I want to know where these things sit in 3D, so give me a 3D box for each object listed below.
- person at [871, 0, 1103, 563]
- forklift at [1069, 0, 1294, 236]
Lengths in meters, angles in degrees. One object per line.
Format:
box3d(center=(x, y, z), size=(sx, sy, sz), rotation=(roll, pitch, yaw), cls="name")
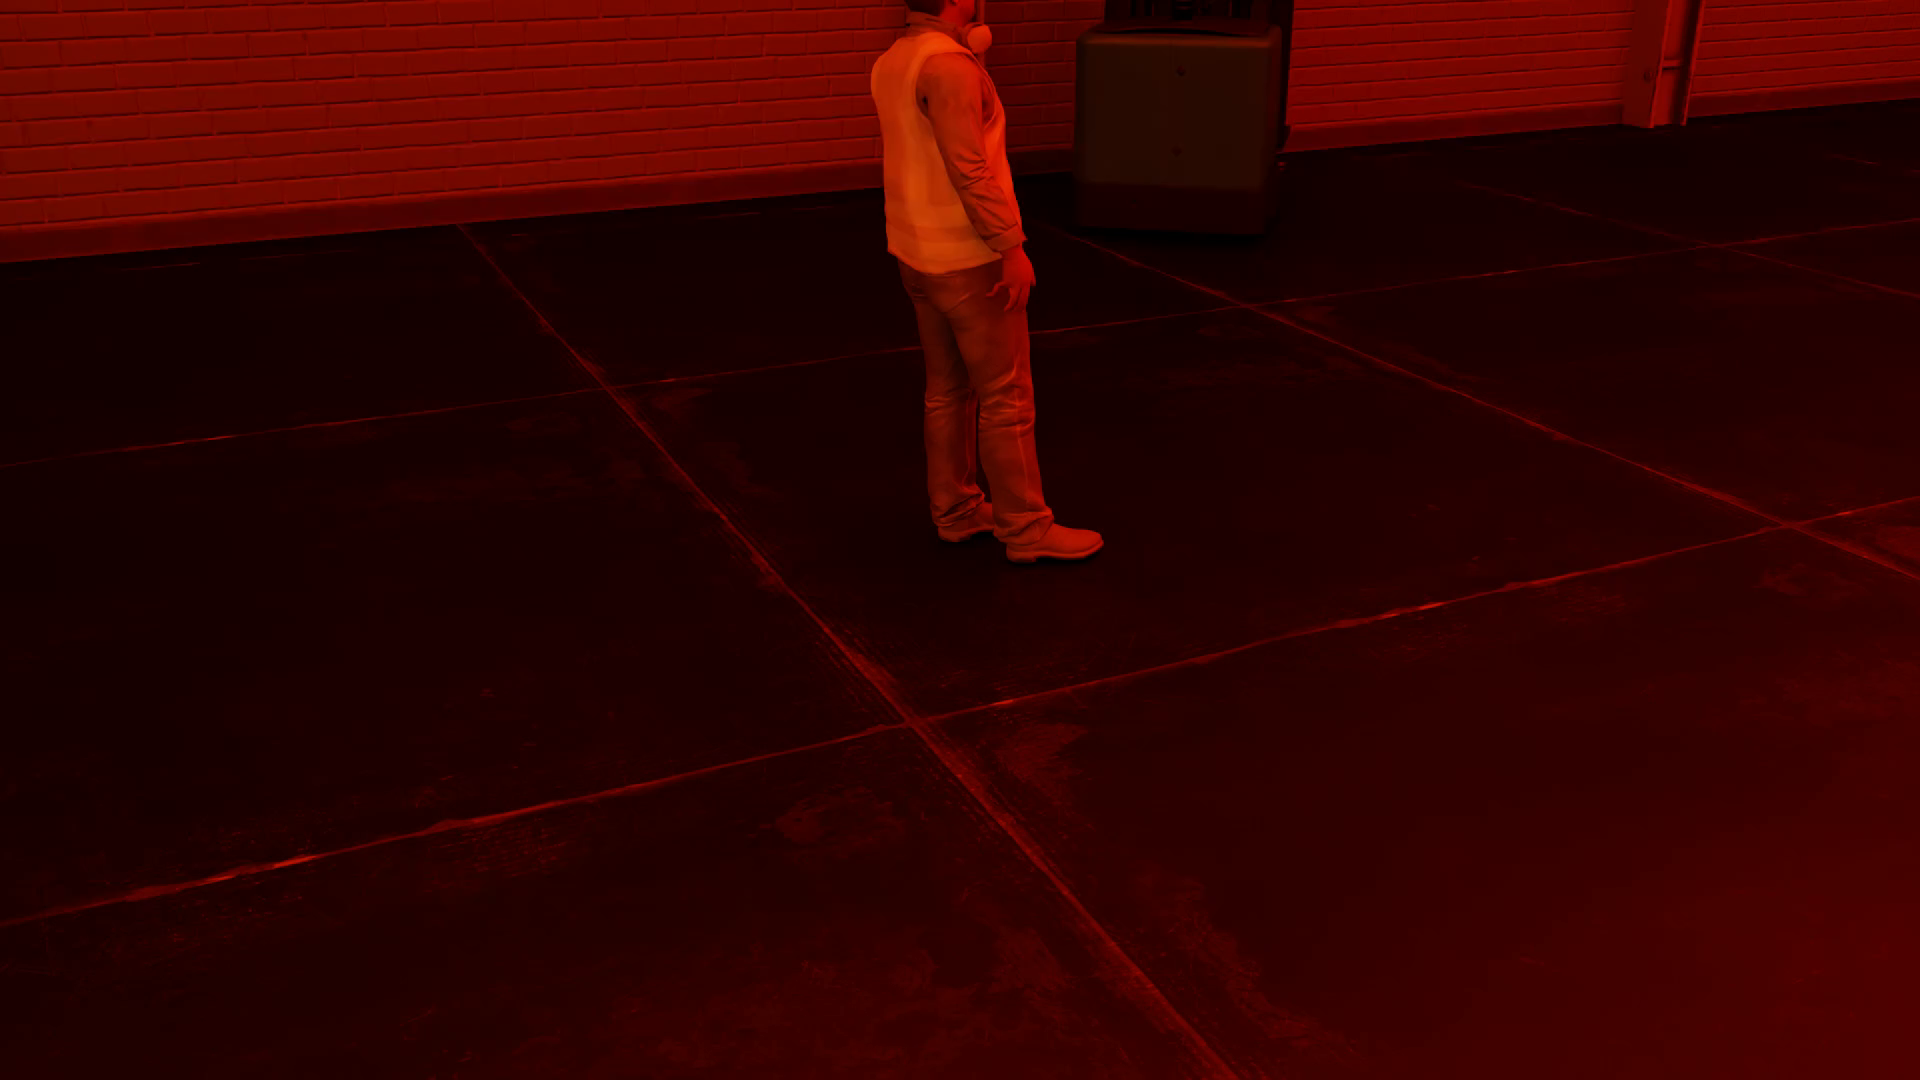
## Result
box3d(center=(0.060, -0.834, 4.782), size=(0.566, 1.775, 0.634), rotation=(-10, 25, -23), cls="person")
box3d(center=(1.441, -3.505, 9.722), size=(1.130, 2.935, 3.031), rotation=(5, 23, 13), cls="forklift")
